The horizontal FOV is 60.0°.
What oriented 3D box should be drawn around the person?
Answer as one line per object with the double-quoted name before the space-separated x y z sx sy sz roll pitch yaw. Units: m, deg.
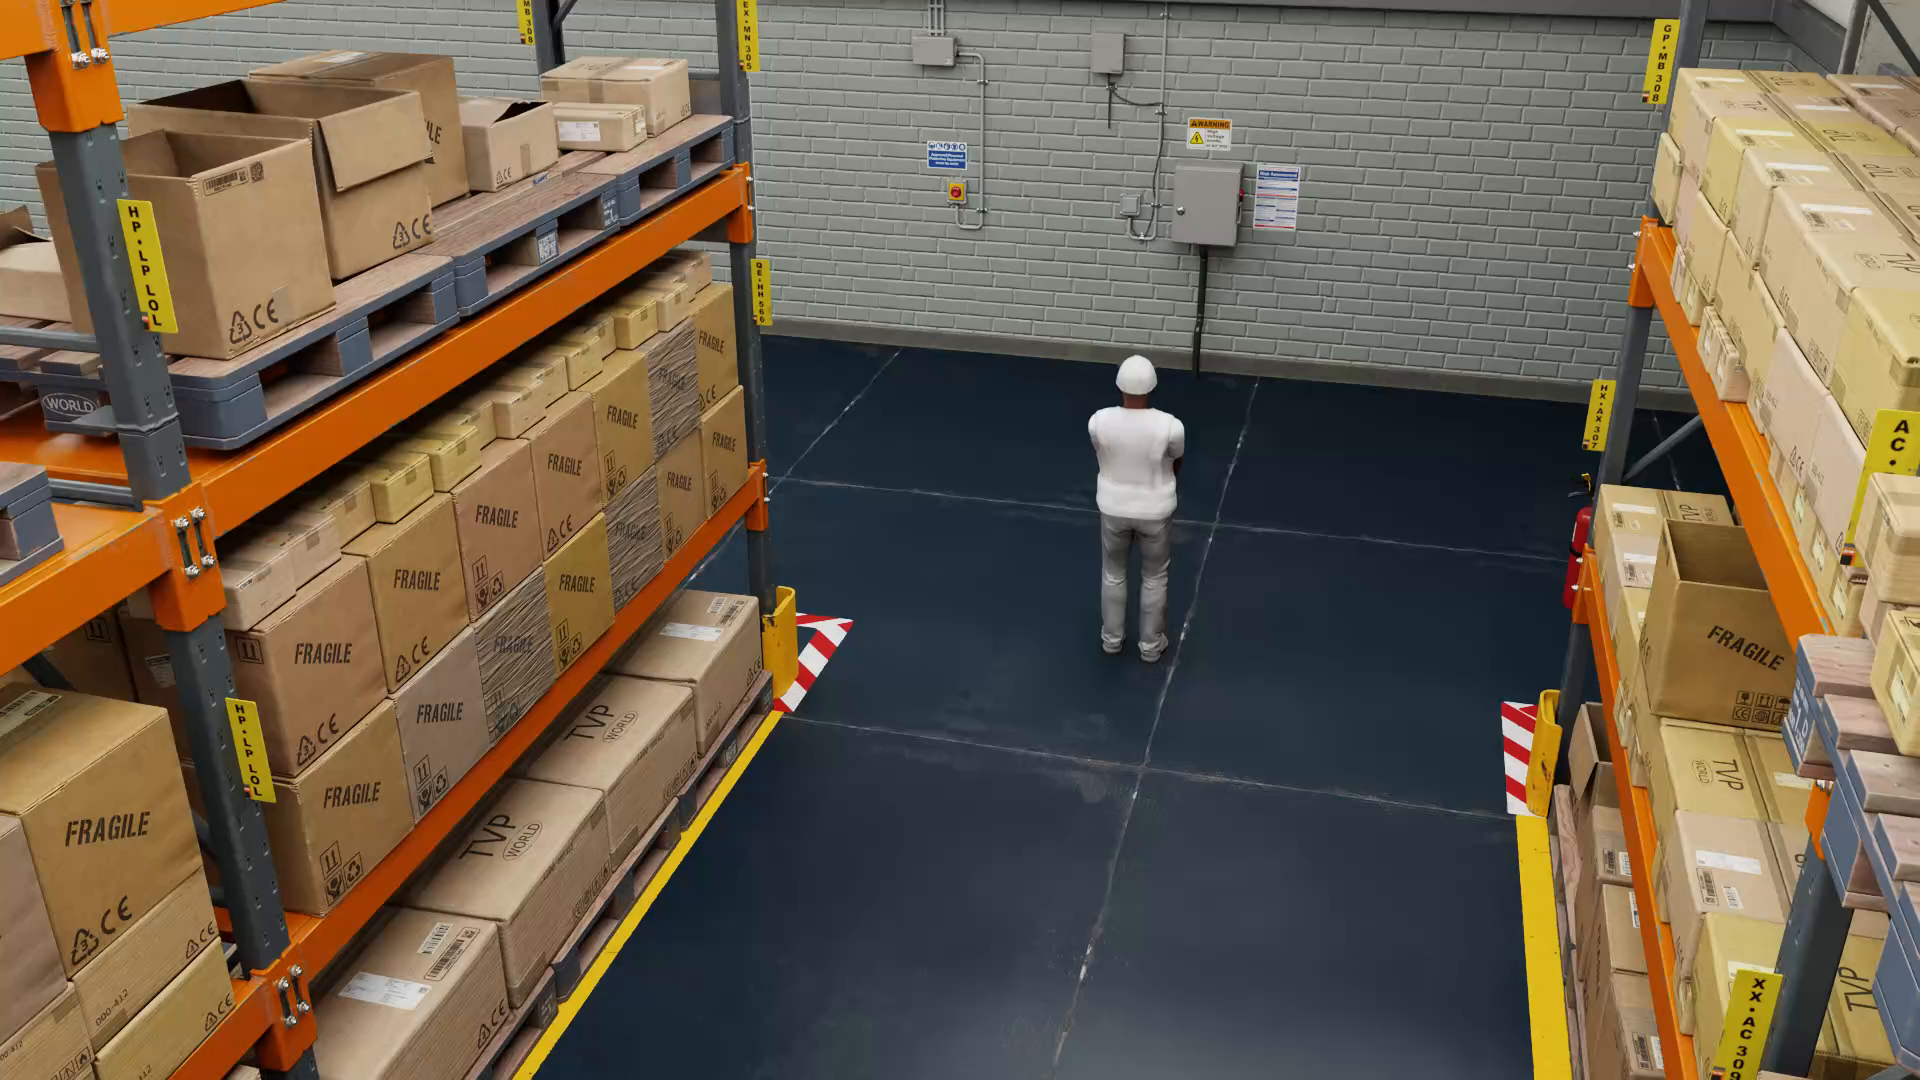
"person" 0.958 -0.206 9.026 0.502 1.761 0.577 6 26 13
